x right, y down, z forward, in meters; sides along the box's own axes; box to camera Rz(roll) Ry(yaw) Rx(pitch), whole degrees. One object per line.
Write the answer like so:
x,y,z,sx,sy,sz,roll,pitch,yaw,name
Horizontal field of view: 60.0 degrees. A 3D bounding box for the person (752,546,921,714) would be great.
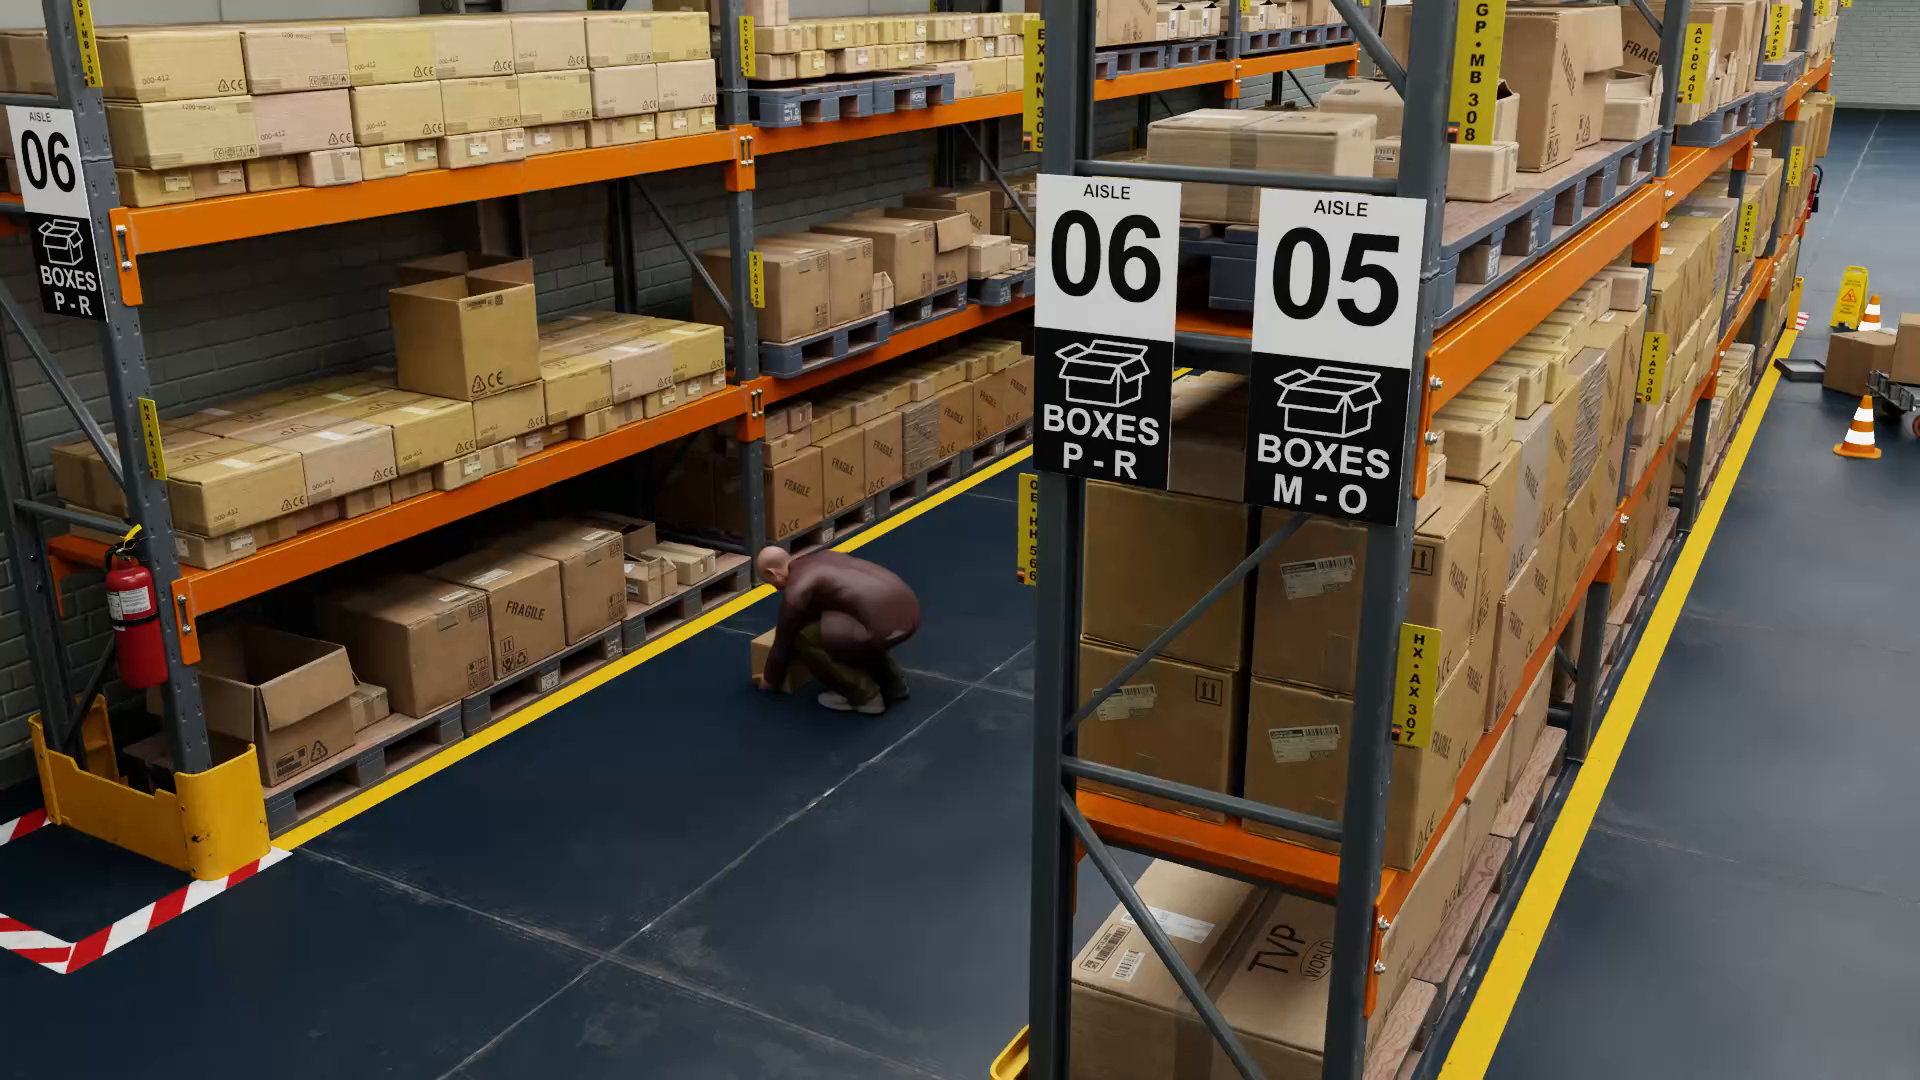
-0.650,0.471,8.803,0.941,0.822,0.577,10,21,26,person
